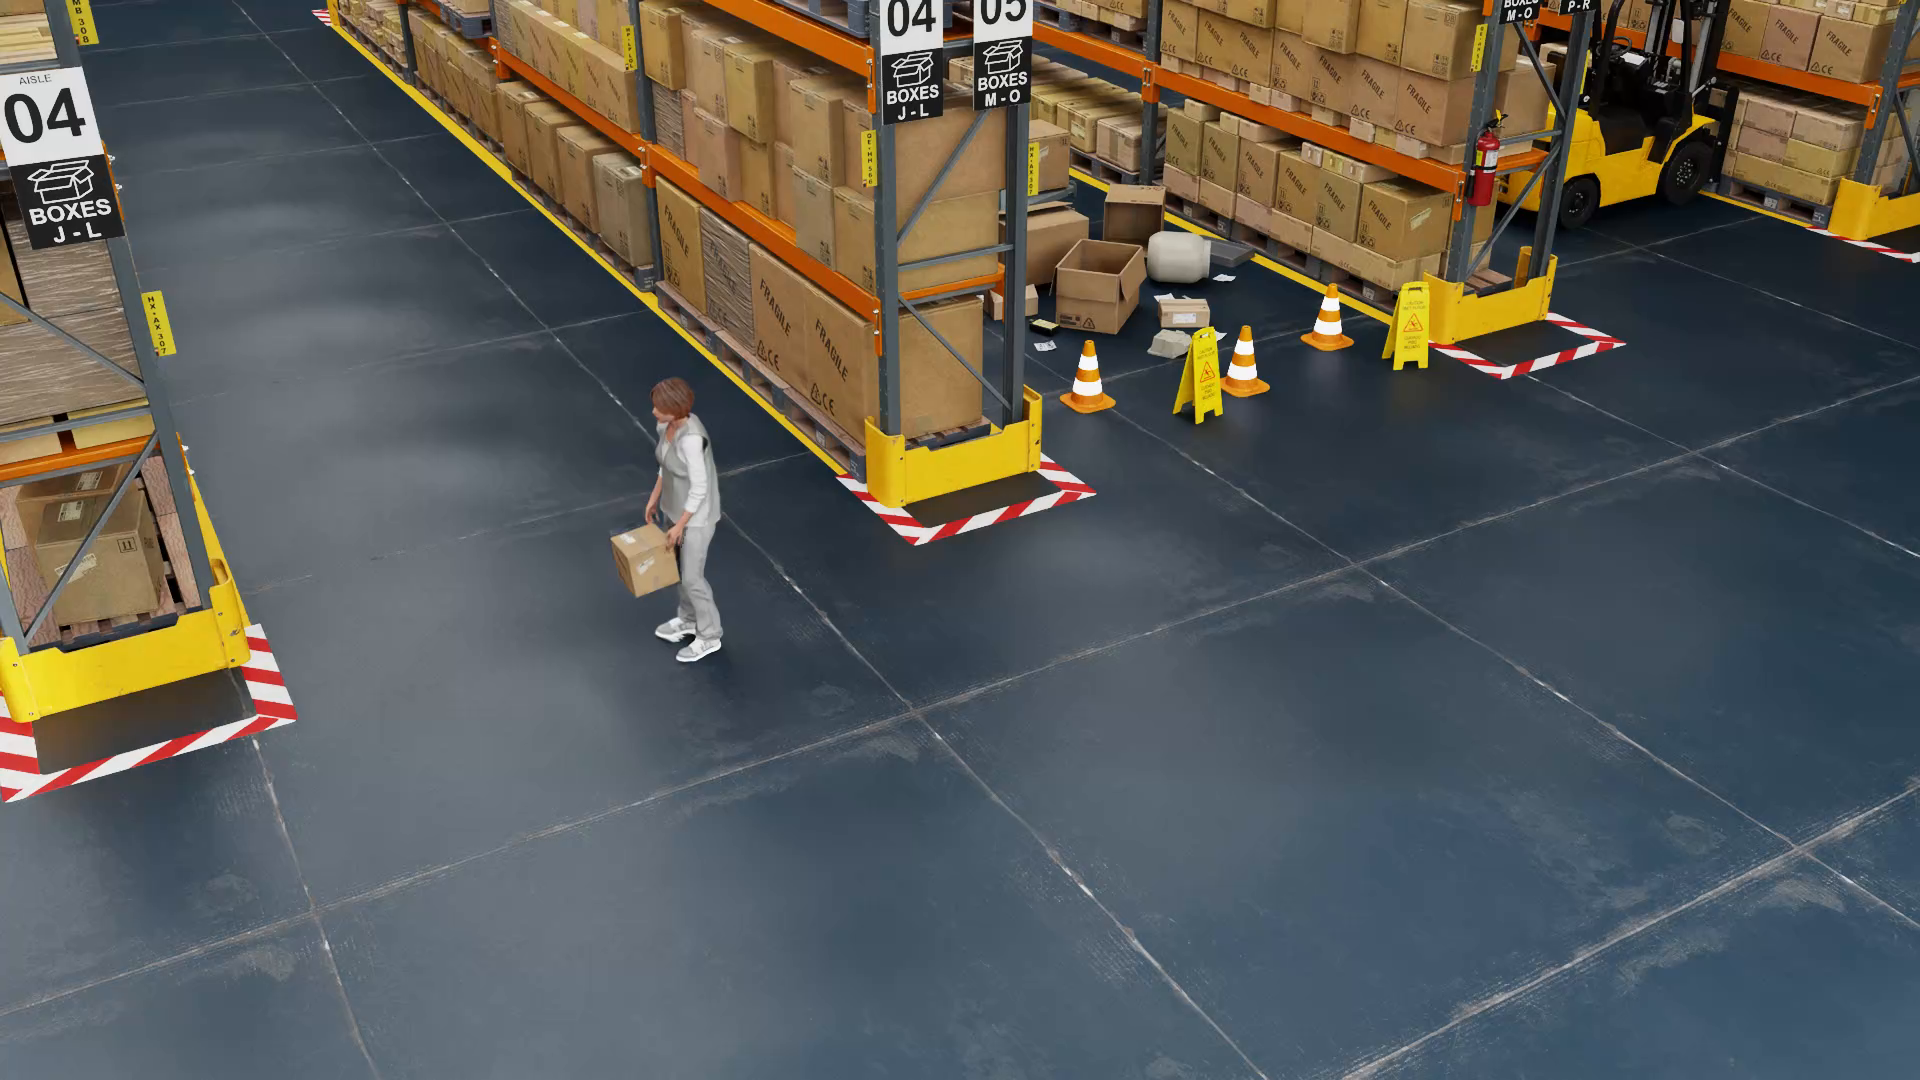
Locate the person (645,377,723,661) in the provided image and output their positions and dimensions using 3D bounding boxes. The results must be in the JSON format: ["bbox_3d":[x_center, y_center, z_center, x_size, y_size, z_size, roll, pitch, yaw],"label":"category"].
[{"bbox_3d":[-1.451,-0.117,8.774,0.347,1.587,0.447,-17,34,-27],"label":"person"}]
